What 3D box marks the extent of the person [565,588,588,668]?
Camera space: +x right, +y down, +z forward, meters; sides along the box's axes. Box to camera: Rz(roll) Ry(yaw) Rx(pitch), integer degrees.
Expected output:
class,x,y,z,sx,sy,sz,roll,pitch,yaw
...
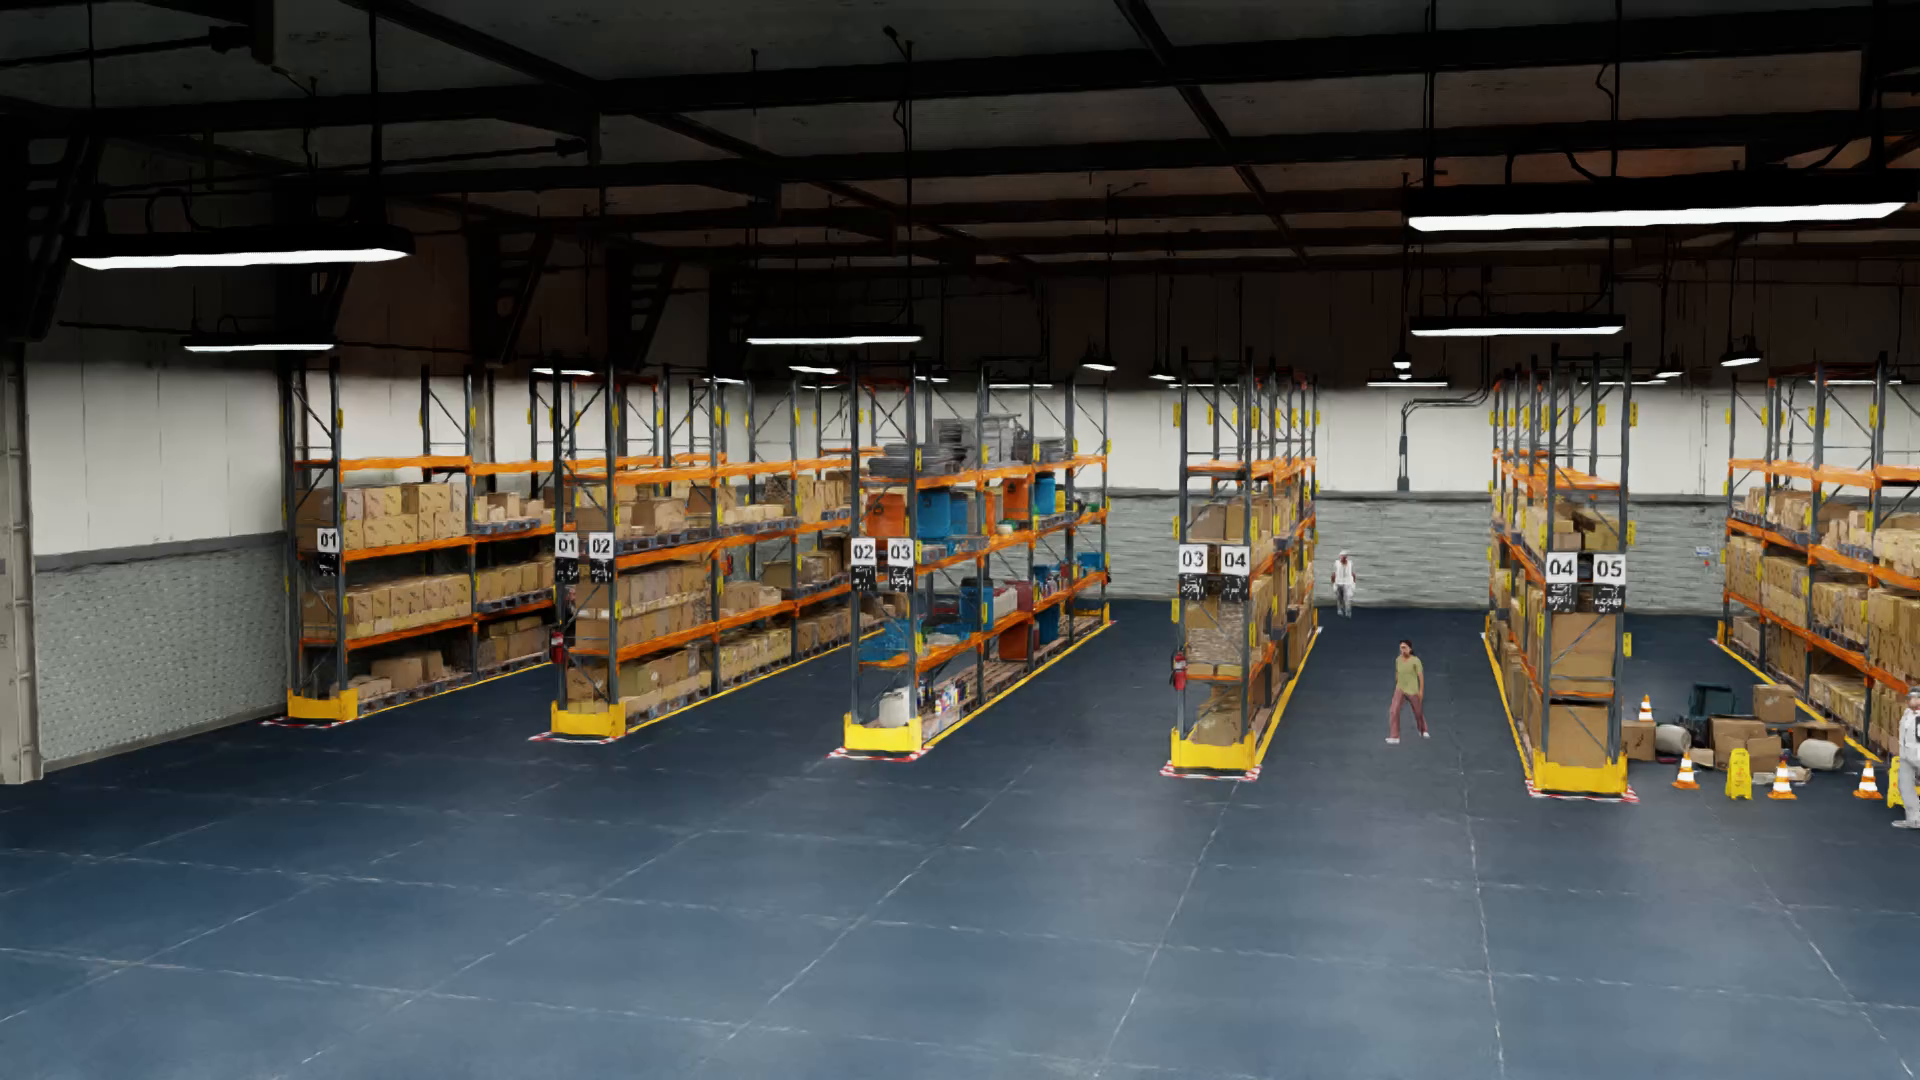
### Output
class,x,y,z,sx,sy,sz,roll,pitch,yaw
person,-7.575,1.760,32.810,0.682,1.661,0.844,0,4,-1

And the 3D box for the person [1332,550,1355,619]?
class,x,y,z,sx,sy,sz,roll,pitch,yaw
person,9.578,1.082,41.545,0.571,1.700,1.112,1,4,14

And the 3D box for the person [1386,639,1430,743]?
class,x,y,z,sx,sy,sz,roll,pitch,yaw
person,6.932,2.315,25.643,0.483,1.610,0.954,3,5,35

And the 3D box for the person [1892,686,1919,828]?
class,x,y,z,sx,sy,sz,roll,pitch,yaw
person,11.744,2.653,20.263,0.552,1.739,0.652,-1,4,-14
